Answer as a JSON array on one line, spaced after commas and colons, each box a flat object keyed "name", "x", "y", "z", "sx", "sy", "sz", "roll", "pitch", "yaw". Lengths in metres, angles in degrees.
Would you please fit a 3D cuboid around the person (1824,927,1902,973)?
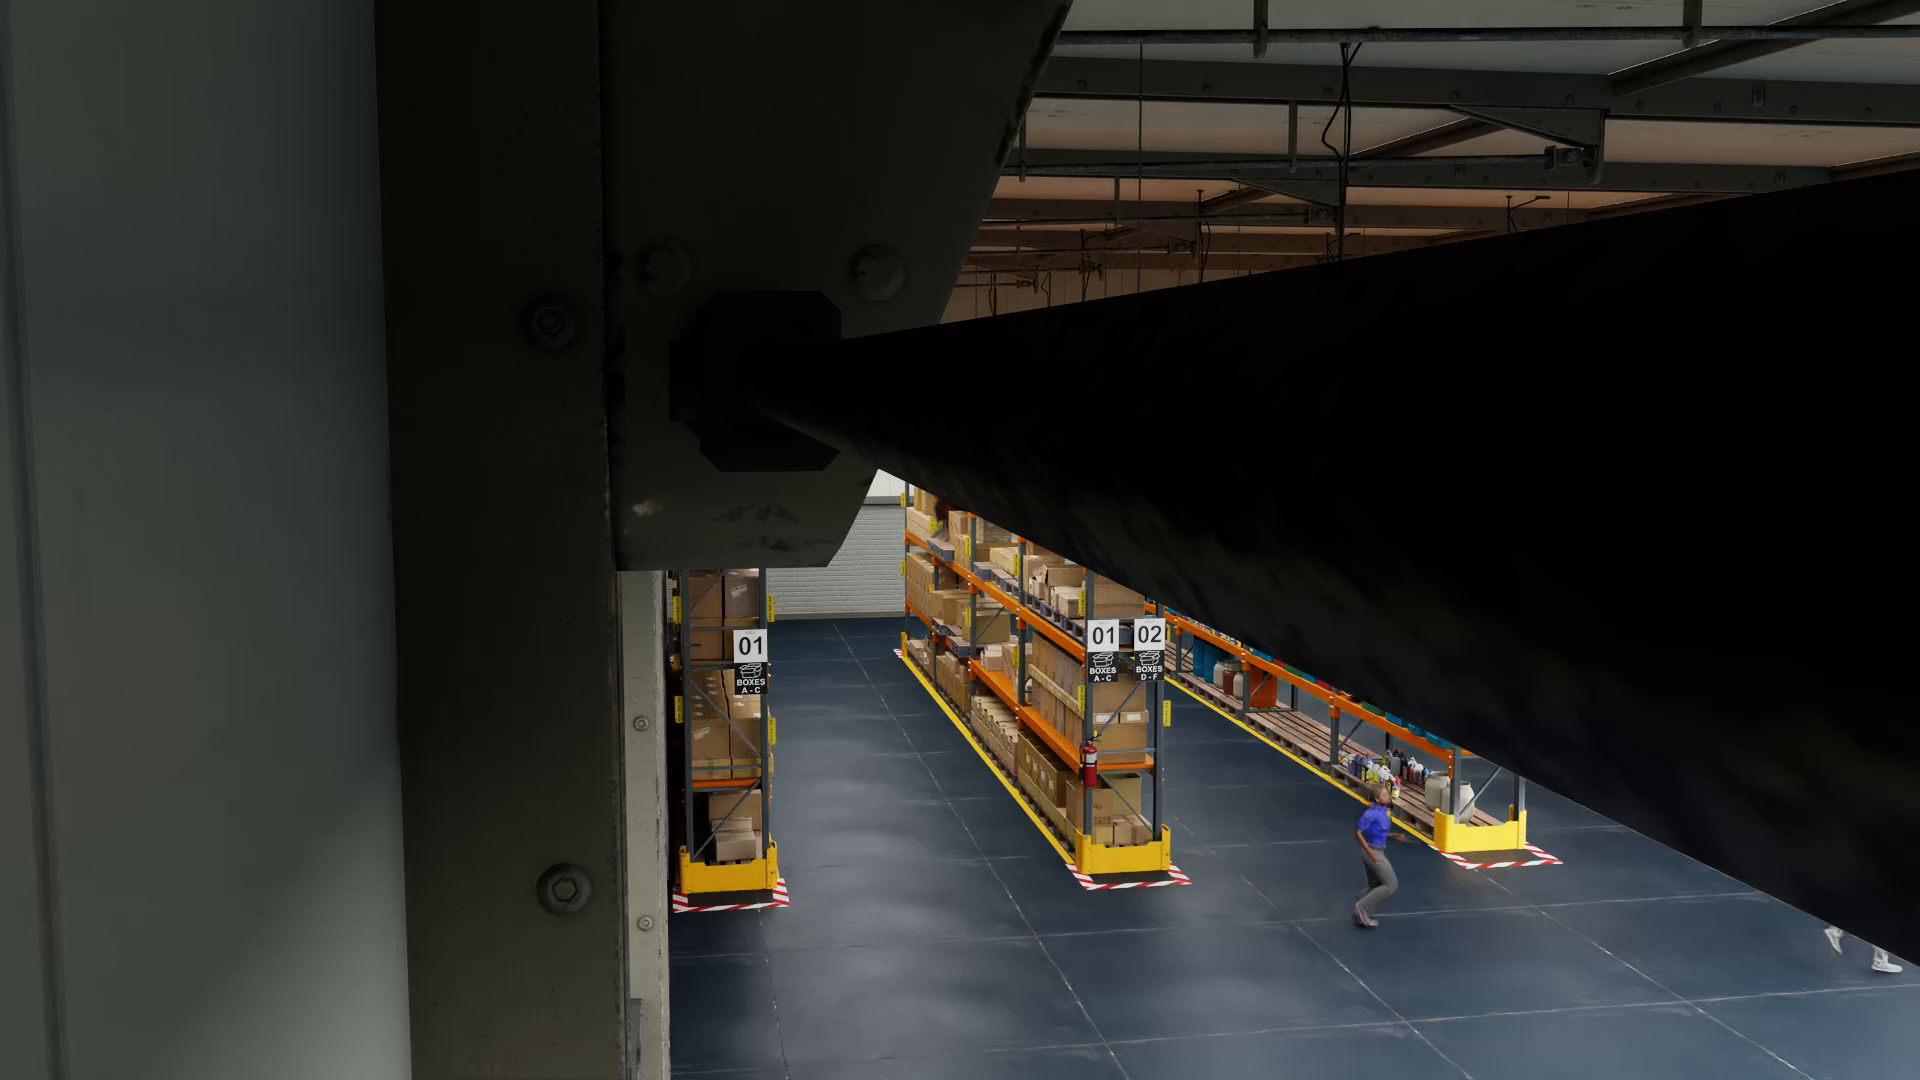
[{"name": "person", "x": 9.524, "y": 3.694, "z": 17.465, "sx": 0.738, "sy": 1.648, "sz": 0.655, "roll": 2, "pitch": 6, "yaw": 21}]

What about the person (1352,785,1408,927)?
[{"name": "person", "x": 4.754, "y": 3.573, "z": 18.814, "sx": 0.582, "sy": 1.621, "sz": 0.560, "roll": 2, "pitch": 6, "yaw": 19}]
